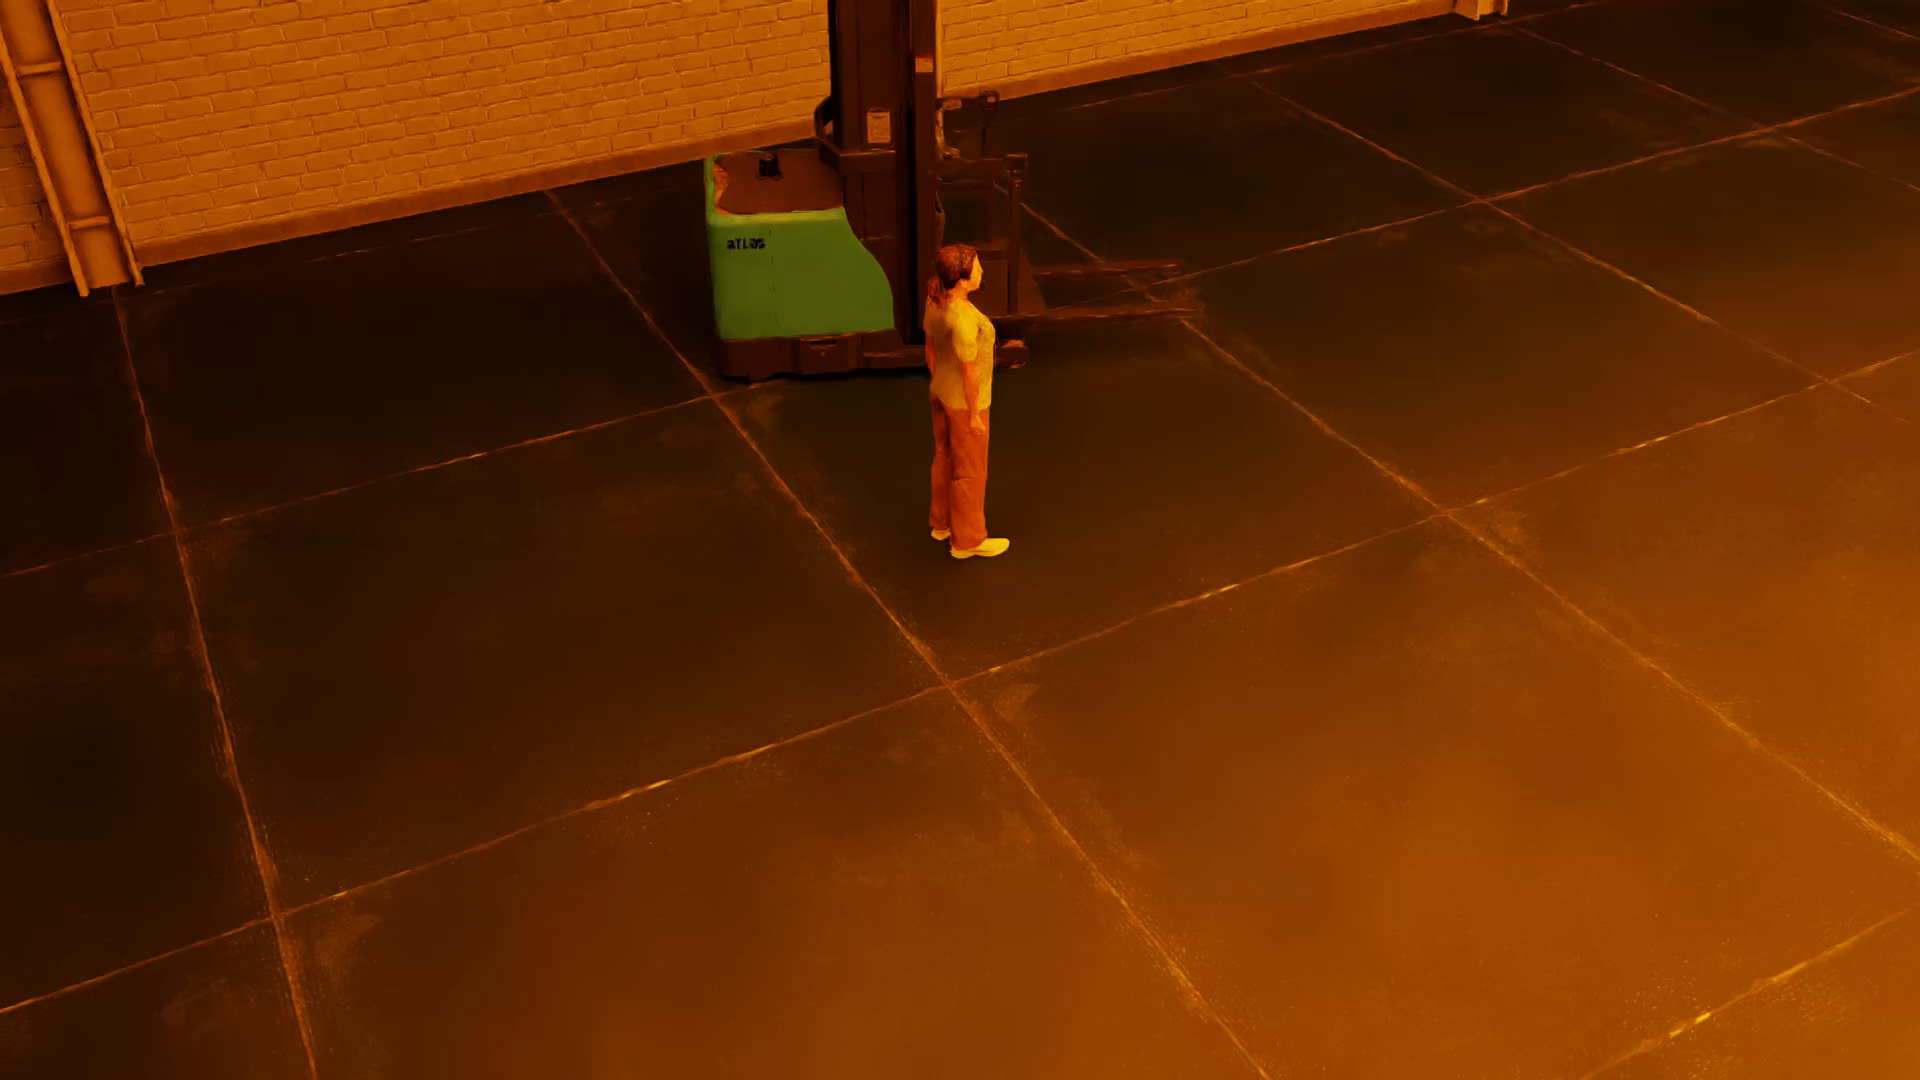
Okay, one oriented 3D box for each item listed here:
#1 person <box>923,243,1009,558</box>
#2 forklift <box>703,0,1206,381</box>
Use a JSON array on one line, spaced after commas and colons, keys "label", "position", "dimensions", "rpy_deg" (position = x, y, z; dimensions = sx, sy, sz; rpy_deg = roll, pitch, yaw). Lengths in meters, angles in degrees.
[{"label": "person", "position": [0.007, -0.686, 8.185], "dimensions": [0.365, 1.673, 0.429], "rpy_deg": [-17, 39, -23]}, {"label": "forklift", "position": [-0.015, -2.529, 9.701], "dimensions": [3.031, 2.935, 1.130], "rpy_deg": [-5, 36, -7]}]
